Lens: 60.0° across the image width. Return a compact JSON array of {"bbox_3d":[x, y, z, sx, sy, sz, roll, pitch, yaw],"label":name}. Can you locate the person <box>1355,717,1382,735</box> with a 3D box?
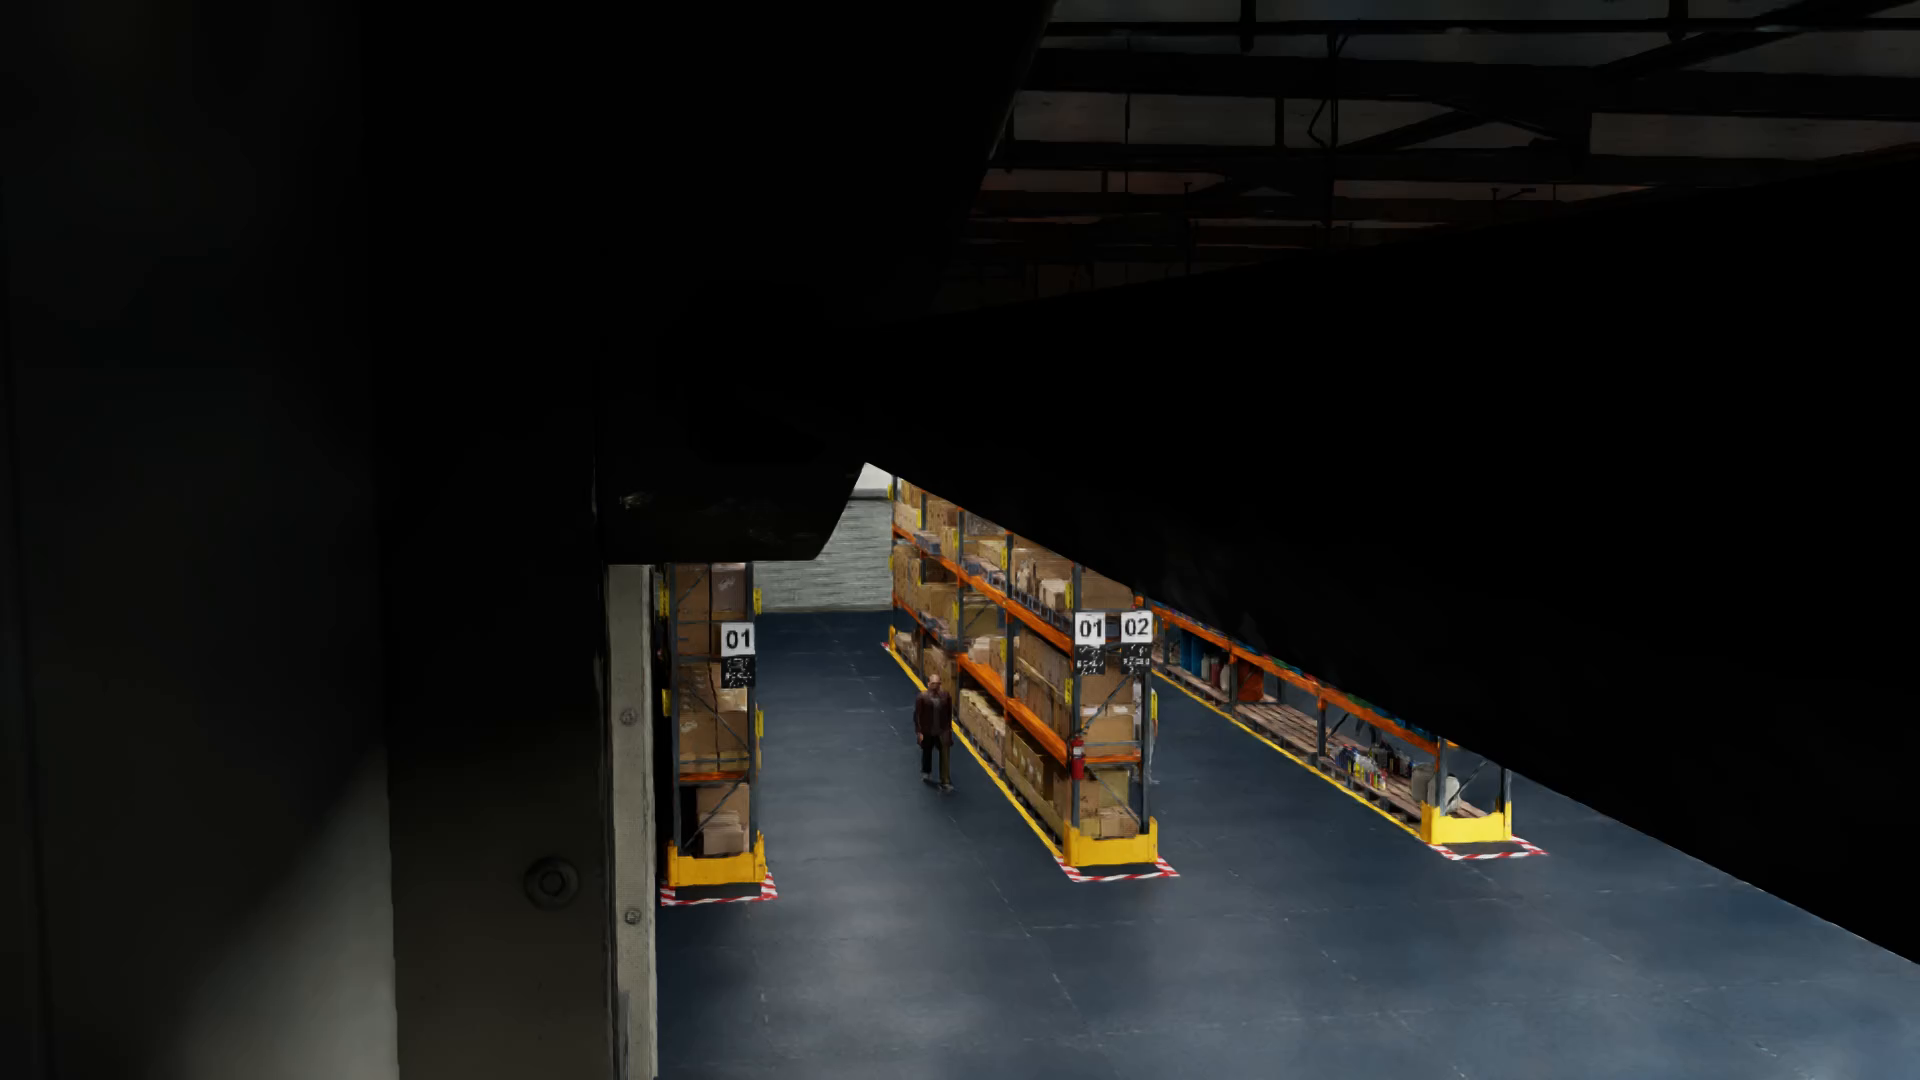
[{"bbox_3d":[6.964,2.503,28.020,0.592,1.630,0.531,-1,6,-13],"label":"person"}]

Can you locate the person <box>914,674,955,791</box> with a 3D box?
[{"bbox_3d":[-0.382,2.811,24.602,0.598,1.698,1.193,-1,6,-8],"label":"person"}]

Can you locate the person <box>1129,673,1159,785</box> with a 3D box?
[{"bbox_3d":[2.755,2.758,24.889,0.476,1.759,0.593,-5,8,-41],"label":"person"}]

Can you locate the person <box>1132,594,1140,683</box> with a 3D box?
[{"bbox_3d":[3.345,1.922,32.747,0.561,1.726,0.635,1,6,6],"label":"person"}]
